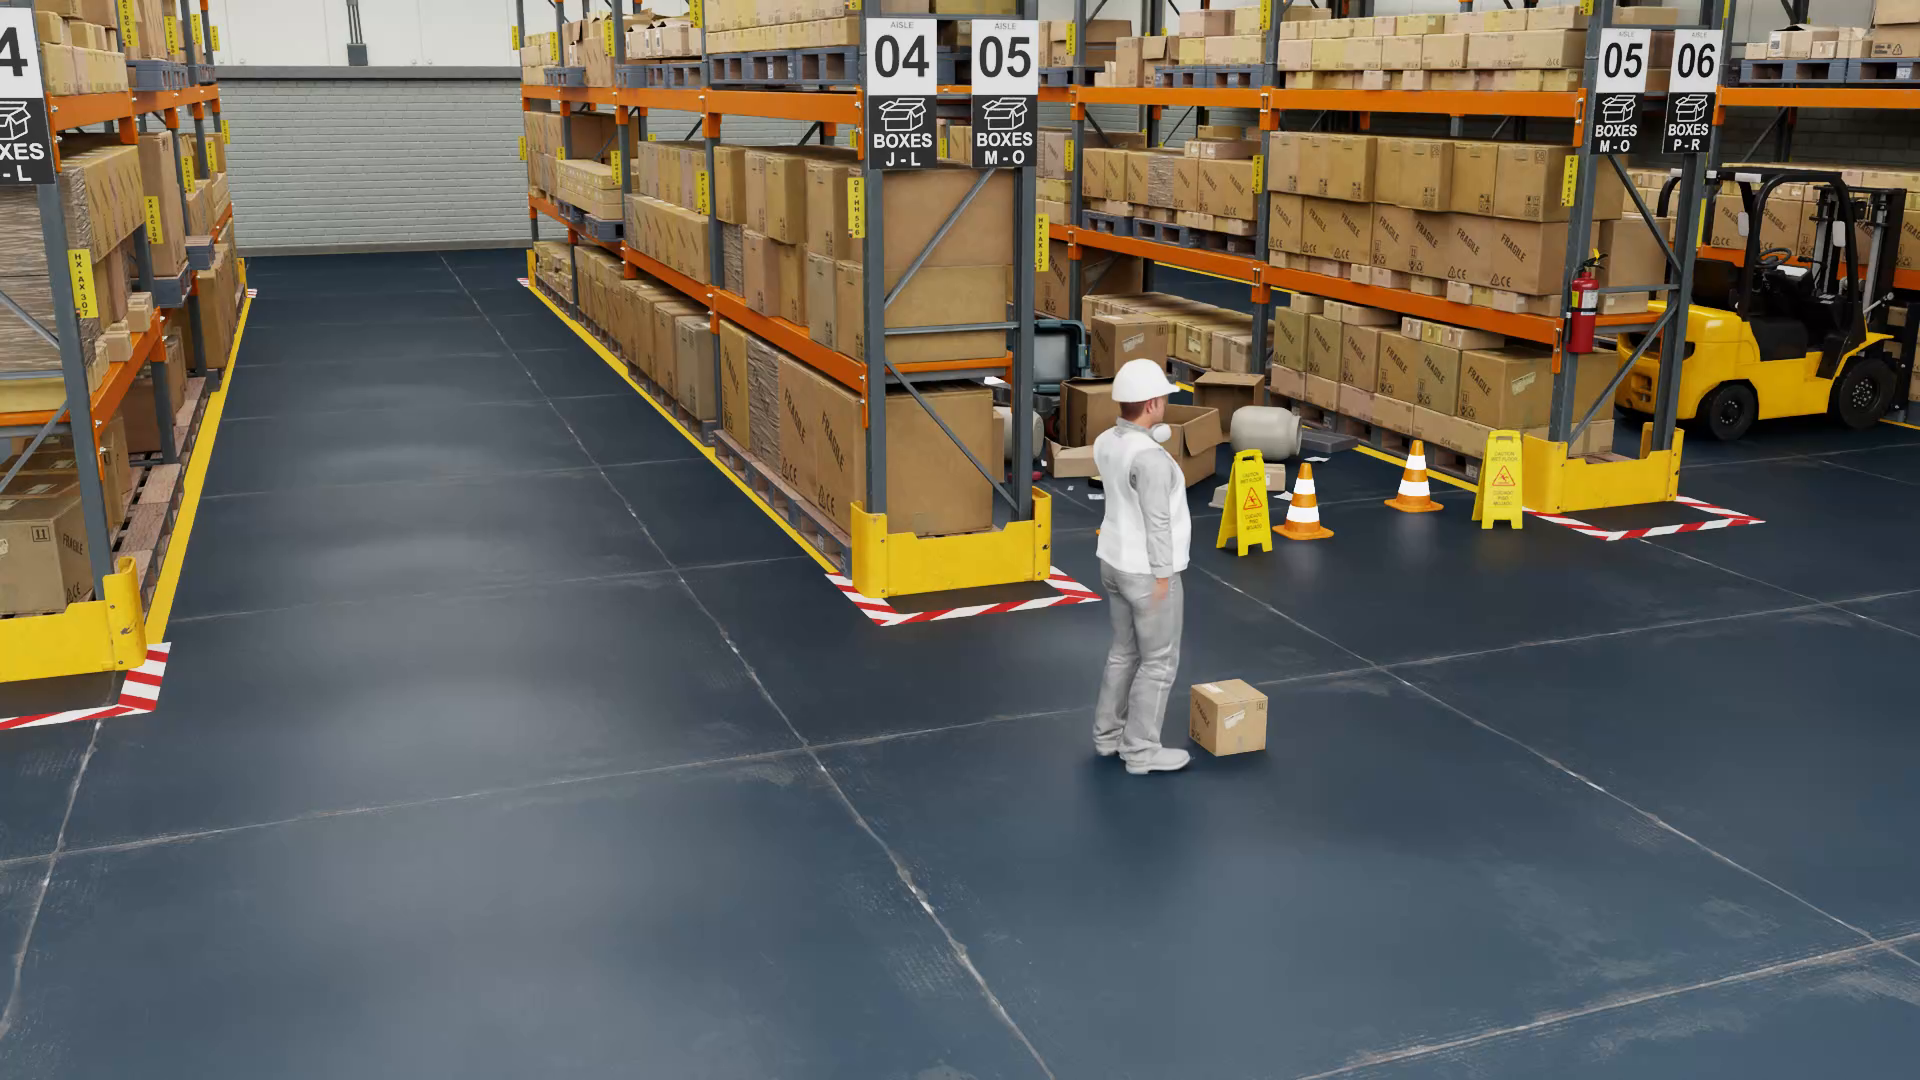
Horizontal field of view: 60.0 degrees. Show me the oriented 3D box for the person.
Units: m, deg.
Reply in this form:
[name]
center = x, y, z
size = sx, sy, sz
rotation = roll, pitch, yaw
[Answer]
[person]
center = 0.771, 0.109, 7.118
size = 0.378, 1.759, 0.538
rotation = -5, 16, -19
